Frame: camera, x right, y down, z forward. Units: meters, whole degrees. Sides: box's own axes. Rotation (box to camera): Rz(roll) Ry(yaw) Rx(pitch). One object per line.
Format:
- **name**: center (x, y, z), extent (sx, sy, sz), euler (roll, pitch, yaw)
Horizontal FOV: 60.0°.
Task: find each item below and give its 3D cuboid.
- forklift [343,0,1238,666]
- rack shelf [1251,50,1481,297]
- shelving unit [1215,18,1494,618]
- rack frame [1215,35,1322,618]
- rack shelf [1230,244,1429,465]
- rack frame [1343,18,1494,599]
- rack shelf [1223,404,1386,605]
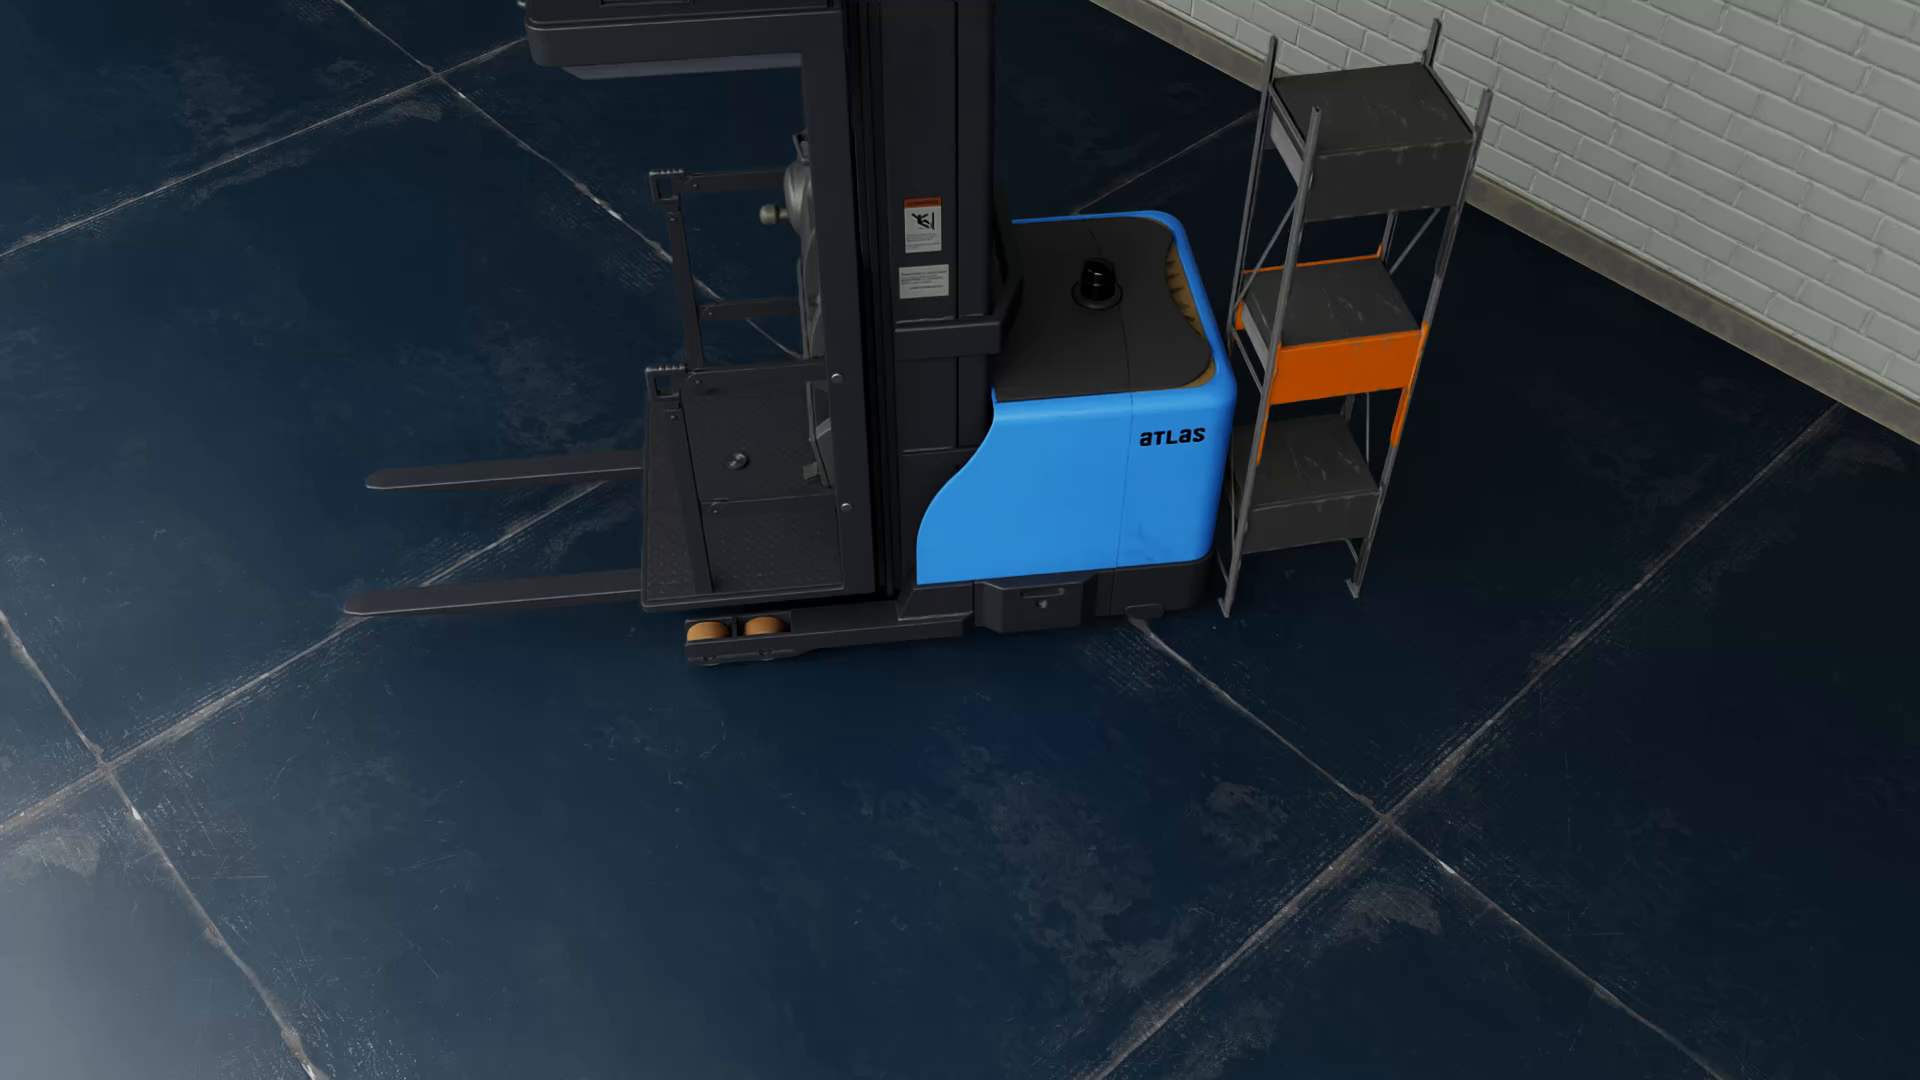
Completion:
- **forklift**: center (-0.655, -0.965, 5.146), extent (3.031, 2.935, 1.130), euler (-5, 47, -4)
- **rack shelf**: center (1.164, -1.074, 4.879), extent (0.480, 0.518, 0.431), euler (-8, 48, -7)
- **shelving unit**: center (1.164, -0.609, 5.383), extent (0.503, 2.100, 0.431), euler (-8, 48, -7)
- **rack frame**: center (0.924, -0.575, 5.352), extent (0.015, 2.100, 0.400), euler (-8, 48, -7)
- **rack shelf**: center (1.164, -0.600, 5.393), extent (0.480, 0.518, 0.431), euler (-8, 48, -7)
- **rack frame**: center (1.404, -0.642, 5.414), extent (0.015, 2.100, 0.400), euler (-8, 48, -7)
- **rack shelf**: center (1.164, -0.125, 5.907), extent (0.480, 0.518, 0.431), euler (-8, 48, -7)
